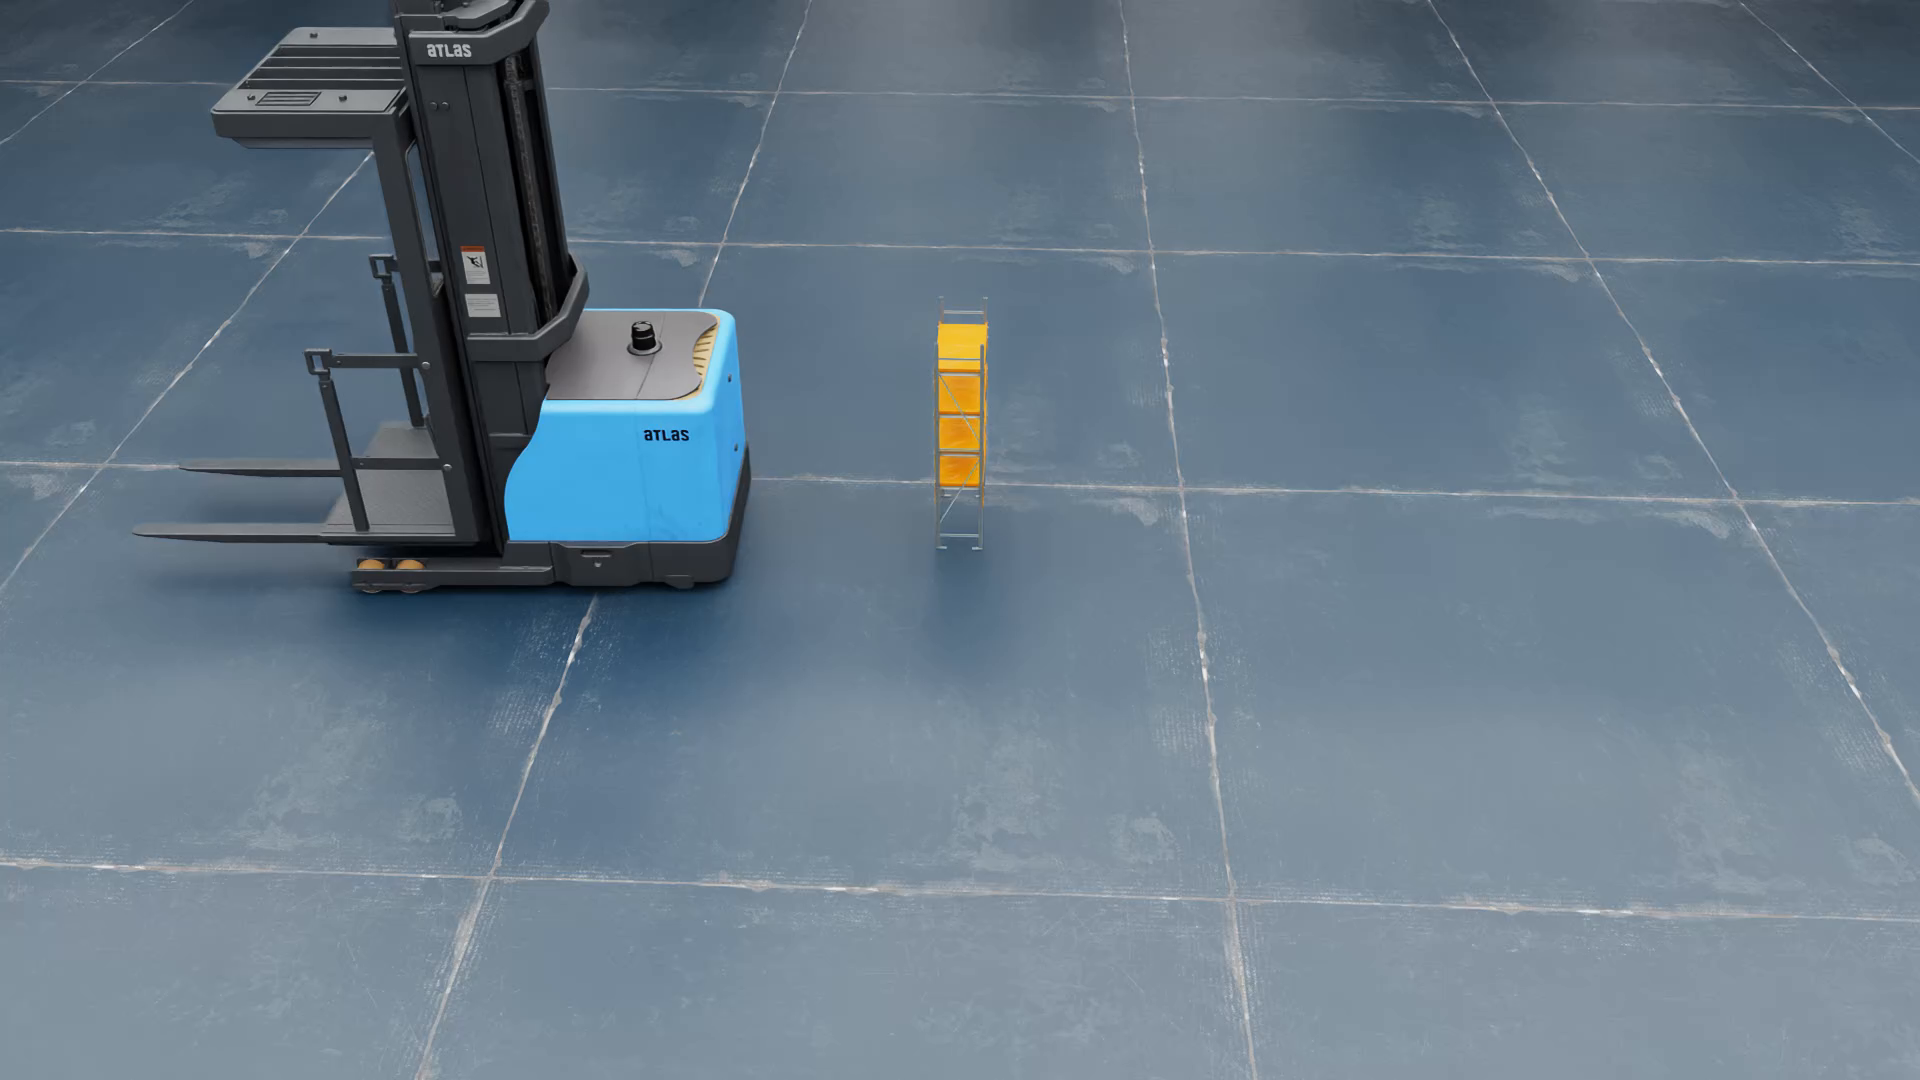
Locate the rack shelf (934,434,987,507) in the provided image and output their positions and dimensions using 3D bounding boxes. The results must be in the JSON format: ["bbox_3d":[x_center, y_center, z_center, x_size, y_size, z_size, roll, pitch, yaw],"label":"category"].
[{"bbox_3d":[0.007,-0.368,8.639,0.258,0.148,0.480,1,35,2],"label":"rack shelf"}]

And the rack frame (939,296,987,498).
[{"bbox_3d":[0.016,-0.726,8.686,0.240,1.200,0.015,1,35,2],"label":"rack frame"}]

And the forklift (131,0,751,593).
[{"bbox_3d":[-2.655,-1.238,7.908,3.031,2.935,1.130,0,35,0],"label":"forklift"}]

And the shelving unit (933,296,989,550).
[{"bbox_3d":[0.007,-0.586,8.486,0.258,1.200,0.503,1,35,2],"label":"shelving unit"}]

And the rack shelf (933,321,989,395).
[{"bbox_3d":[0.007,-0.907,8.260,0.258,0.148,0.480,1,35,2],"label":"rack shelf"}]

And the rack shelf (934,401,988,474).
[{"bbox_3d":[0.007,-0.531,8.525,0.258,0.148,0.480,1,35,2],"label":"rack shelf"}]

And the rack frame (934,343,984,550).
[{"bbox_3d":[-0.003,-0.446,8.287,0.240,1.200,0.015,1,35,2],"label":"rack frame"}]

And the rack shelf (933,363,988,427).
[{"bbox_3d":[0.007,-0.714,8.396,0.258,0.148,0.480,1,35,2],"label":"rack shelf"}]
